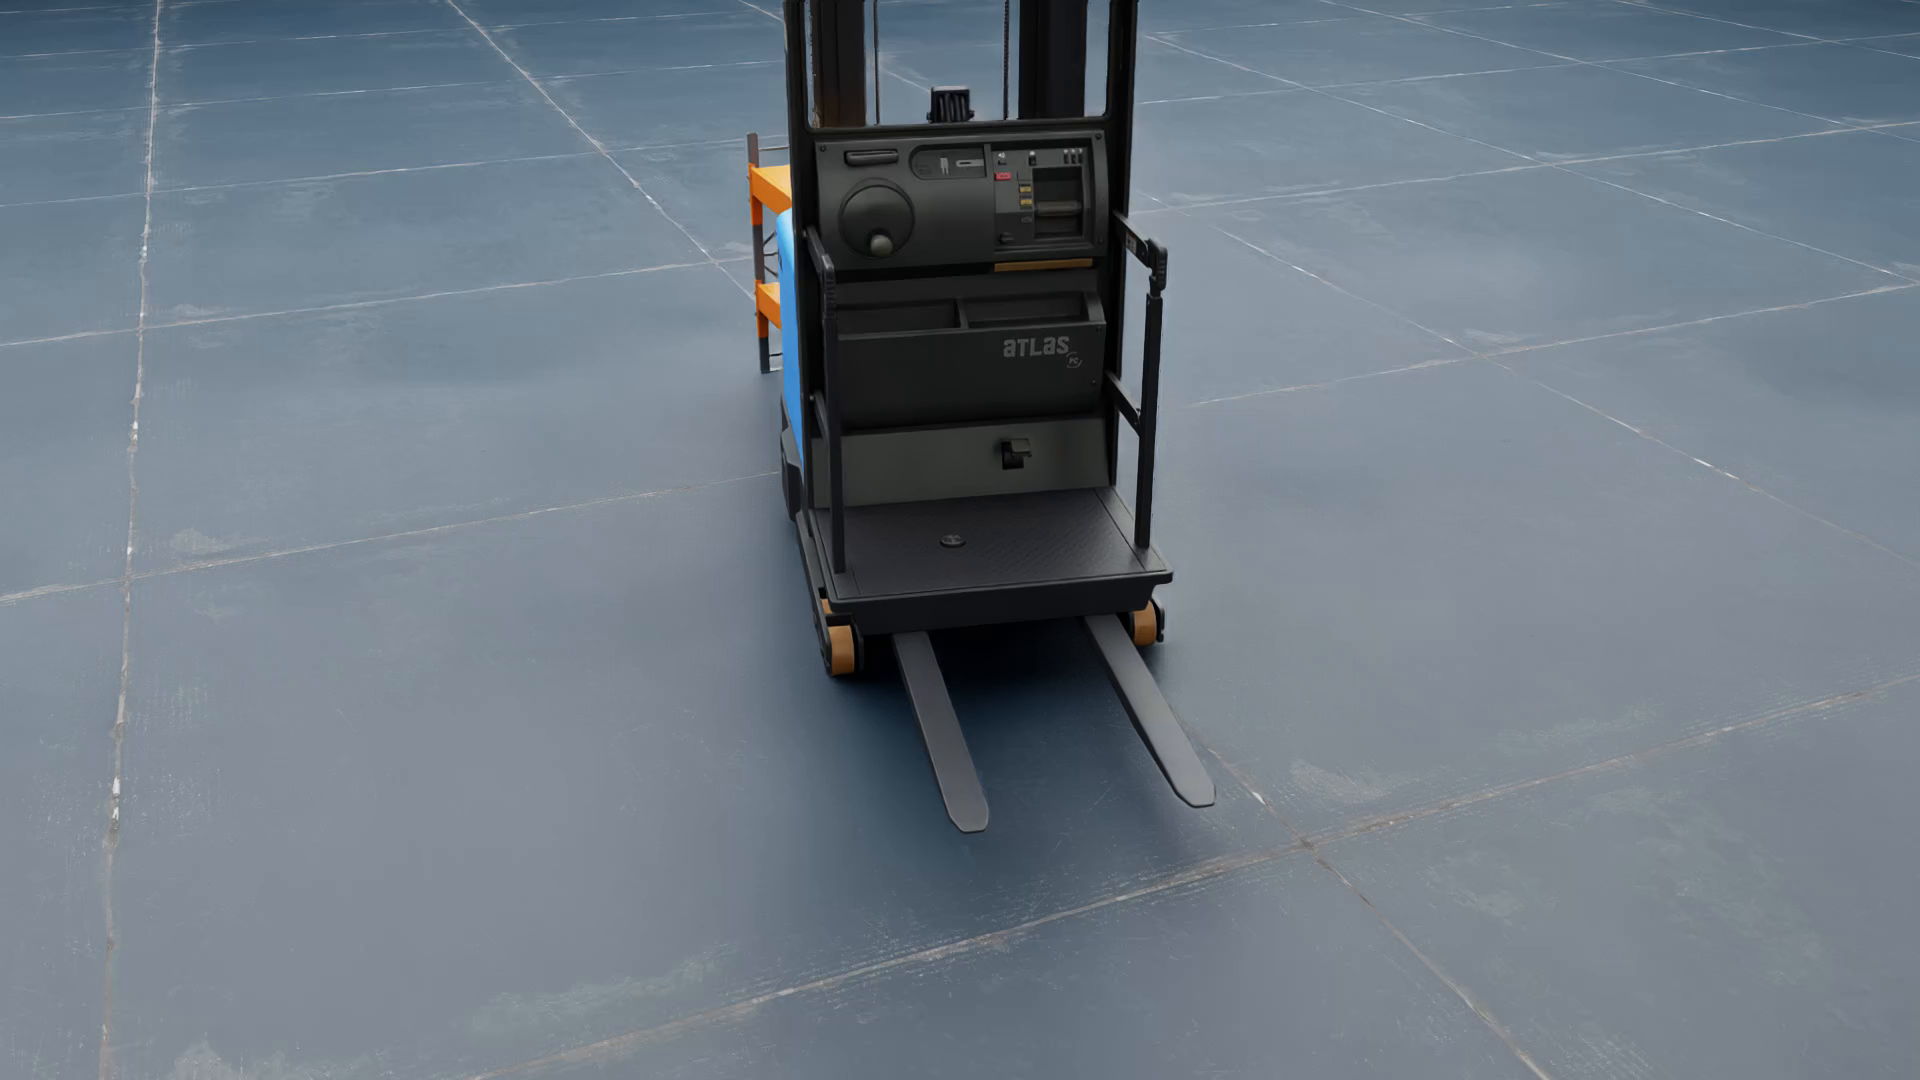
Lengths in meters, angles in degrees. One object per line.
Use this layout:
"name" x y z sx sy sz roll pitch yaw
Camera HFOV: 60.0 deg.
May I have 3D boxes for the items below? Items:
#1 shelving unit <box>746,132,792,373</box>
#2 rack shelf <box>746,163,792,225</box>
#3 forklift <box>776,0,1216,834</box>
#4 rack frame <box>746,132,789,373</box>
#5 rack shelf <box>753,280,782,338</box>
"shelving unit" -0.513 -1.139 7.302 0.538 1.125 1.048 -11 28 -21
"rack shelf" -0.513 -1.402 7.173 0.538 0.278 1.000 -11 28 -21
"forklift" 0.054 -1.054 5.067 1.130 2.935 3.031 -5 26 -10
"rack frame" -0.715 -1.344 7.721 0.500 1.125 0.032 -11 28 -21
"rack shelf" -0.513 -0.920 7.409 0.538 0.278 1.000 -11 28 -21
